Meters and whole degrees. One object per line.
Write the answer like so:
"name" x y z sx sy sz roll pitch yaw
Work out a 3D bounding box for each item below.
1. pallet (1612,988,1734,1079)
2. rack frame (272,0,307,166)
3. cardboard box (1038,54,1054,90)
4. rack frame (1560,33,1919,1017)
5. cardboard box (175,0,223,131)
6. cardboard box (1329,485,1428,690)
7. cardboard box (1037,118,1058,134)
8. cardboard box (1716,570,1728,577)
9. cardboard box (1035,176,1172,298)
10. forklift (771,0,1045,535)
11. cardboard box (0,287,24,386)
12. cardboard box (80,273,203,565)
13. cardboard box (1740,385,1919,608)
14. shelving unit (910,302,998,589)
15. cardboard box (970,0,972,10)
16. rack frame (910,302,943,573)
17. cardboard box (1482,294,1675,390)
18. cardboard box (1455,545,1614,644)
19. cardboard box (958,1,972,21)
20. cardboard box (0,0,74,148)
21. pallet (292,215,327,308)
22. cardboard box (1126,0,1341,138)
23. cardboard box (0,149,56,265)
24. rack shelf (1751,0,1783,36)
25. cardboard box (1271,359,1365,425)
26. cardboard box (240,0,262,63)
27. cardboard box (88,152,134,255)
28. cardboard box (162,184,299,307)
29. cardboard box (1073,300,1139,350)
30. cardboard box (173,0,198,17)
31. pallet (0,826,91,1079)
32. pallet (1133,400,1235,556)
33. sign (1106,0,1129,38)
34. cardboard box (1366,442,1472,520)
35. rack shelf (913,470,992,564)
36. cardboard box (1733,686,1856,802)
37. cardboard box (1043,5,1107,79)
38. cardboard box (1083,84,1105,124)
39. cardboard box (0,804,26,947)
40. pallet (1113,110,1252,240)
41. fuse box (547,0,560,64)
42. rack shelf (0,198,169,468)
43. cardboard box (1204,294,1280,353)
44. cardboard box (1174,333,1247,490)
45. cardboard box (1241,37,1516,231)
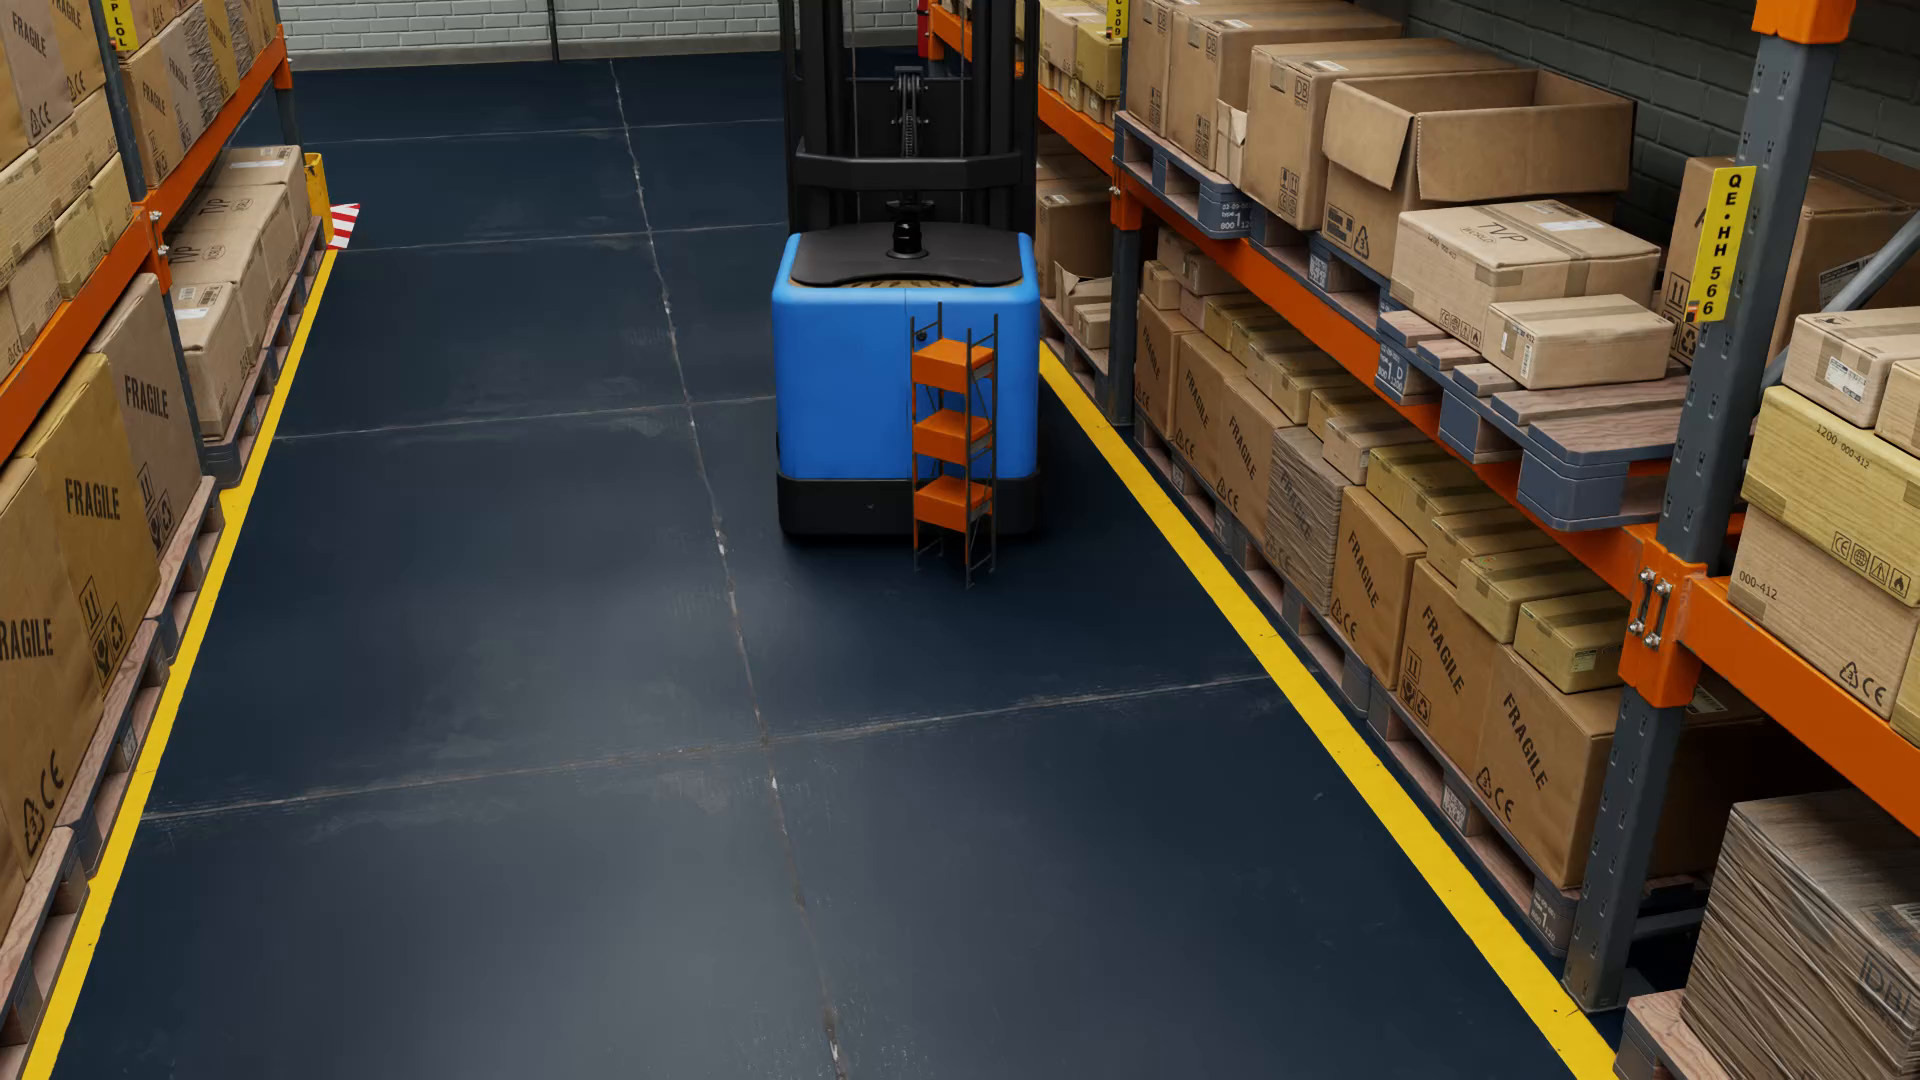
"pallet" 2.240 1.427 3.688 1.003 0.211 1.213 -6 27 -12
"rack frame" -4.545 -3.189 9.740 1.000 3.000 0.127 -6 27 -12
"cardboard box" 0.594 -2.392 8.439 0.380 0.149 0.250 -6 27 -12
"rack frame" 2.093 -0.183 3.783 1.000 3.000 0.127 -6 27 -12
"cardboard box" -3.710 -2.151 7.571 0.500 0.500 0.500 -6 27 -11
"cardboard box" 1.565 0.131 5.469 0.500 0.500 0.500 -5 27 -9
"cardboard box" 0.335 -2.490 10.658 0.797 0.503 0.637 -7 28 -14
"cardboard box" 2.279 0.195 4.622 0.380 0.149 0.250 -5 27 -9
"cardboard box" 0.724 -1.653 9.005 0.700 0.500 0.500 -7 28 -14
"forklift" -0.211 -1.948 7.357 1.130 2.935 3.031 0 27 0
"cardboard box" -2.968 -0.521 4.621 0.500 0.250 0.500 -6 27 -12
"cardboard box" -3.426 -0.408 6.122 0.875 0.875 0.875 -5 27 -10
"cardboard box" 1.931 -0.117 3.264 0.500 0.250 0.500 -6 27 -12
"shelving unit" -0.021 -0.348 6.274 0.252 1.050 0.215 16 31 29
"cardboard box" 0.361 -3.091 9.381 0.500 0.250 0.500 -6 27 -13
"rack frame" -0.124 -0.378 6.333 0.008 1.050 0.200 16 31 29
"cardboard box" 1.571 -0.508 4.240 0.380 0.149 0.250 -5 27 -11
"cardboard box" 1.643 0.148 4.716 0.380 0.149 0.250 -7 28 -14
"cardboard box" 0.199 -3.304 10.245 0.380 0.149 0.250 -5 27 -10
"cardboard box" -3.175 -1.527 5.226 0.500 0.500 0.500 -5 27 -11
"pallet" -4.289 -1.601 9.688 1.003 0.211 1.213 -6 27 -12
"cardboard box" 1.083 -1.936 6.680 0.700 0.500 0.500 -5 27 -10
"cardboard box" -3.065 -0.975 4.965 0.500 0.250 0.500 -5 27 -10
"rack shelf" 1.642 -2.079 5.009 1.077 0.370 4.000 -6 27 -12
"cardboard box" 1.368 -0.549 6.096 0.380 0.149 0.250 -5 27 -10
"cardboard box" -4.080 -2.827 8.911 0.500 0.500 0.500 -7 28 -13
"cardboard box" -3.297 -1.195 5.955 0.500 0.250 0.500 -7 28 -13
"cardboard box" -4.085 -1.552 8.874 0.875 0.438 0.875 -5 27 -10
"cardboard box" 0.780 -1.068 8.236 0.380 0.149 0.250 -7 28 -13
"cardboard box" -3.727 -2.606 7.364 0.500 0.500 0.500 -5 27 -11
"pallet" -2.847 1.214 4.111 1.003 0.211 1.213 -6 27 -12
"pallet" 1.412 -0.341 7.191 1.003 0.211 1.213 -6 27 -12
"sign" 0.664 -2.267 6.952 0.100 0.325 0.005 -6 27 -12
"cardboard box" 1.555 -0.202 5.409 0.380 0.149 0.250 -6 27 -12
"rack shelf" -0.021 -0.091 6.404 0.240 0.259 0.215 16 31 29
"cardboard box" 2.271 0.532 4.675 0.500 0.500 0.500 -5 27 -10
"cardboard box" 0.712 -2.422 8.056 0.500 0.250 0.500 -6 27 -11
"cardboard box" 0.794 -2.053 7.768 0.380 0.149 0.250 -5 27 -10
"cardboard box" -2.817 0.772 3.783 0.875 0.875 0.875 -6 27 -12
"pallet" 1.265 -1.491 6.589 1.003 0.211 1.213 -6 27 -12
"fuse box" -3.759 -5.236 15.225 0.539 1.711 0.414 -6 27 -12
"rack shelf" -3.193 -0.234 4.683 1.077 0.370 4.000 -6 27 -12
"cardboard box" 1.220 -0.890 6.773 0.380 0.149 0.250 -7 28 -14
"cardboard box" 1.211 -0.543 6.804 0.500 0.500 0.500 -6 27 -12
"cardboard box" 1.376 -1.364 5.547 0.700 0.500 0.500 -6 27 -12
